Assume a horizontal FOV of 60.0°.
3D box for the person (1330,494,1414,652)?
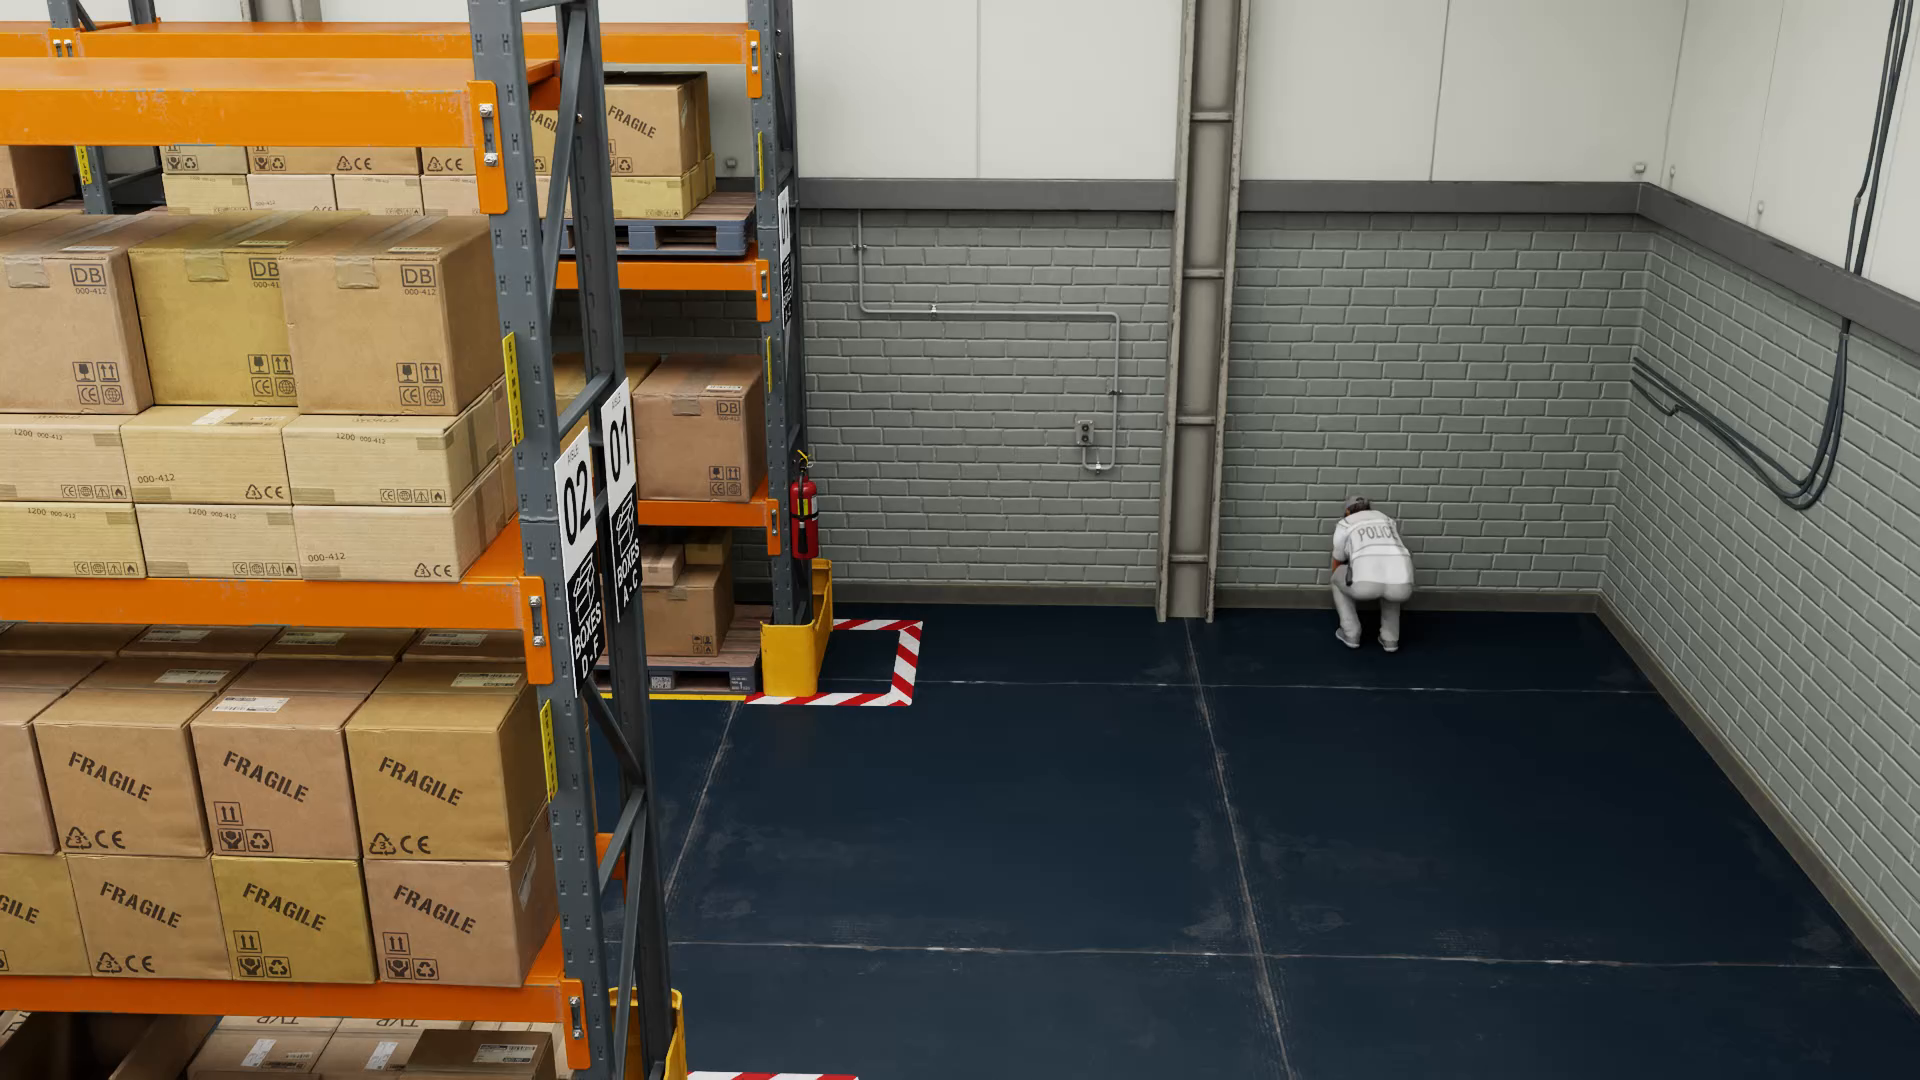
[{"bbox_3d":[2.825,0.246,11.460,0.499,0.943,0.886,0,21,0],"label":"person"}]
